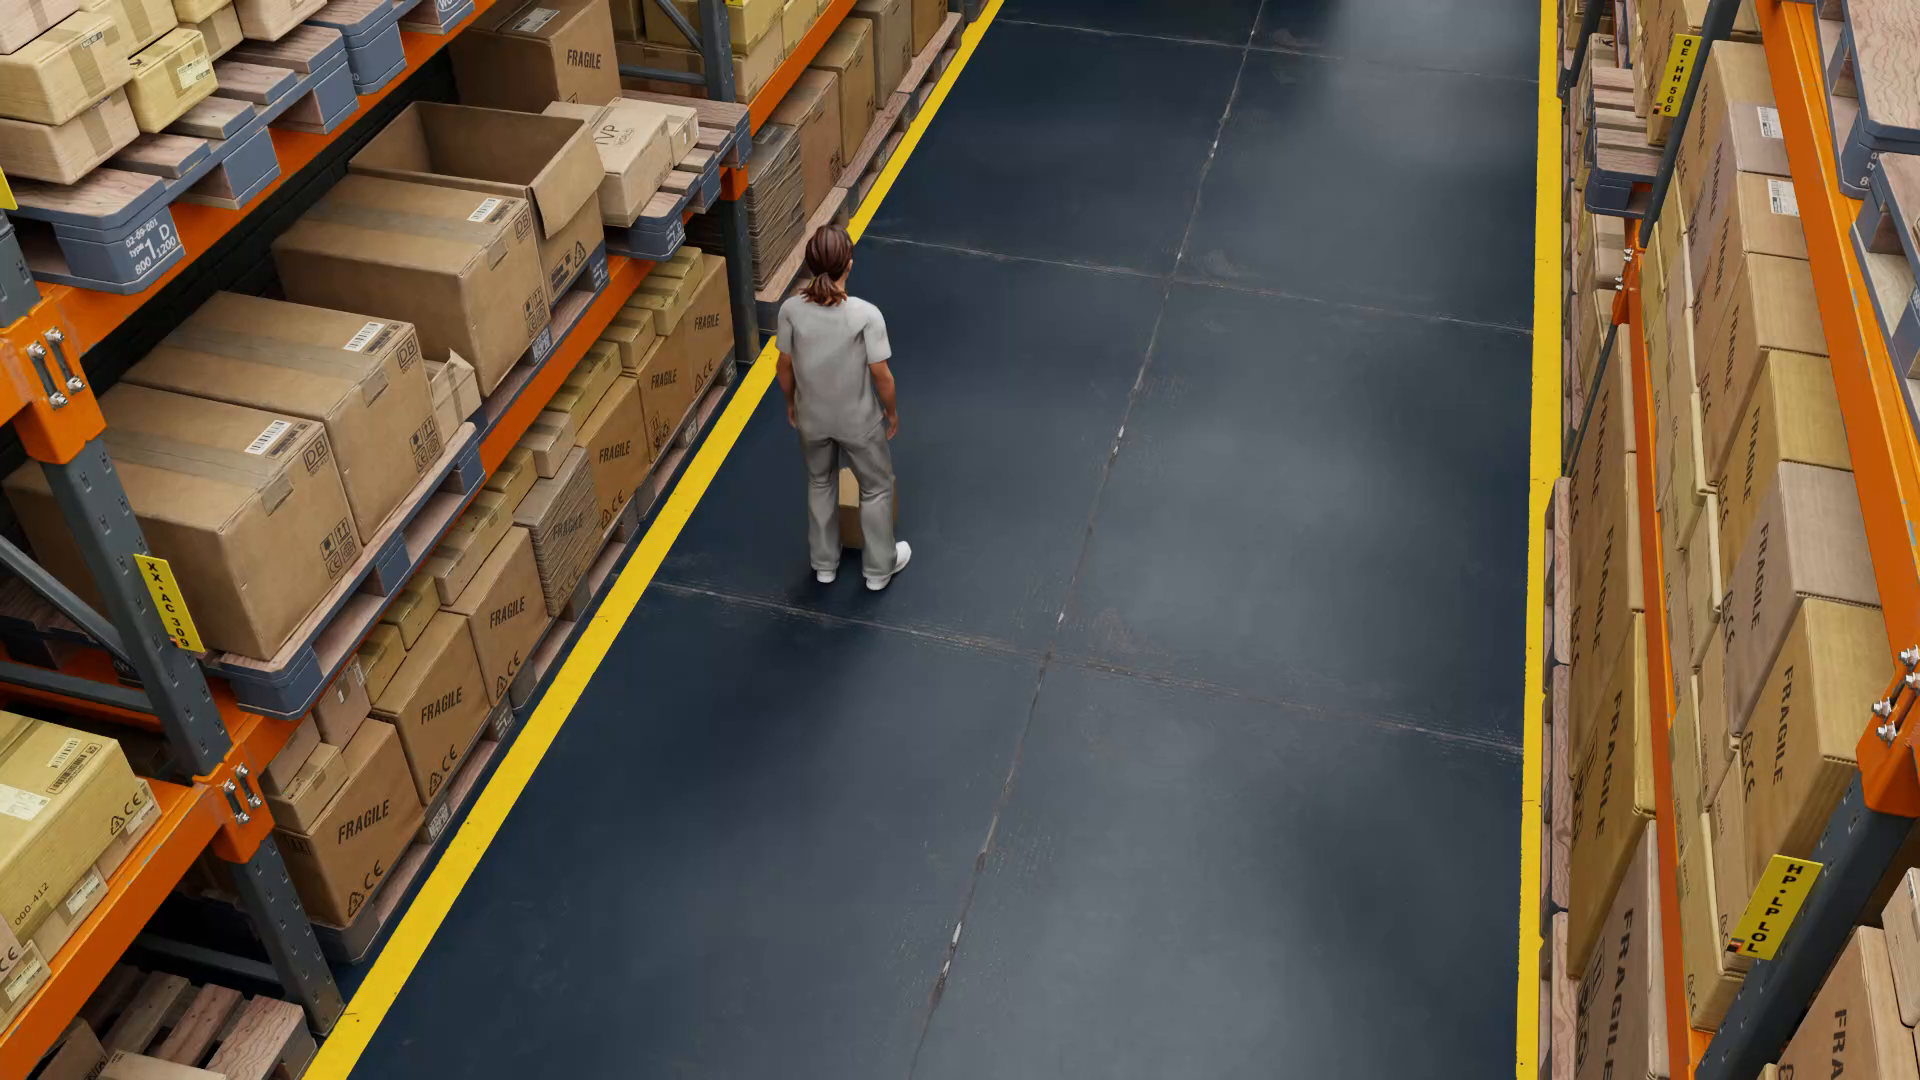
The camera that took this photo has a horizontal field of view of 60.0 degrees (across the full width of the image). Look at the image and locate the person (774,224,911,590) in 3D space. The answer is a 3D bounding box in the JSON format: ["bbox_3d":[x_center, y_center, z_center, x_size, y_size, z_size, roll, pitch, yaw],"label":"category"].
[{"bbox_3d":[-0.482,-0.505,6.737,0.489,1.673,0.361,8,42,9],"label":"person"}]
